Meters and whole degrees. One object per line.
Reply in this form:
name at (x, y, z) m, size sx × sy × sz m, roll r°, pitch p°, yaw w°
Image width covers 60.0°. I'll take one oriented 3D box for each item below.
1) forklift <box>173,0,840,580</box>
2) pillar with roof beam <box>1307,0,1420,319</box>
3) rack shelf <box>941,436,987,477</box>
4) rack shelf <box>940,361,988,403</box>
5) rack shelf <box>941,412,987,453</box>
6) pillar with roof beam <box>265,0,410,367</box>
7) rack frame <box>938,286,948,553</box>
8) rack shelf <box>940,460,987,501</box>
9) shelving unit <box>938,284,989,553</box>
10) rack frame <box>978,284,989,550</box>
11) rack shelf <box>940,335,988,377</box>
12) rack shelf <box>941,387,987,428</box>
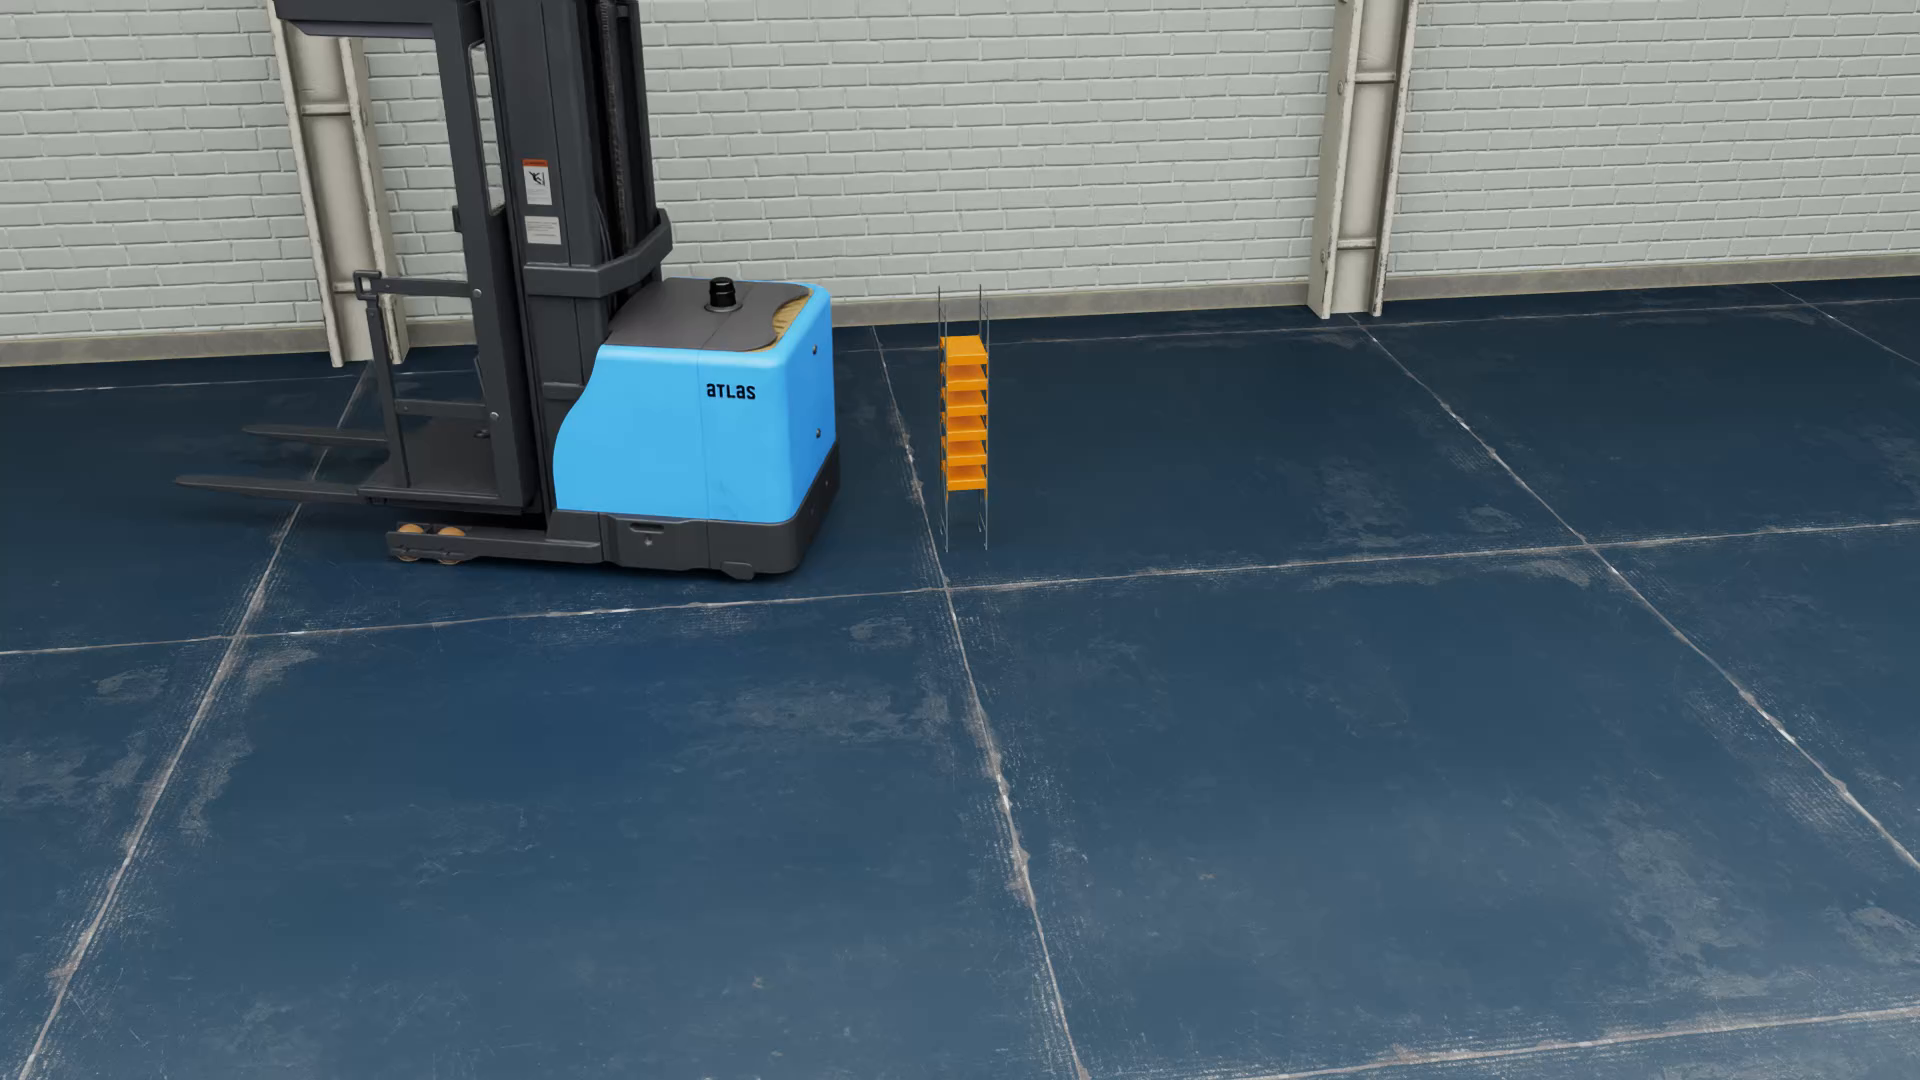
forklift at (-2.148, -1.425, 7.318) m, size 3.031 × 2.935 × 1.130 m, roll 4°, pitch 27°, yaw 8°
pillar with roof beam at (3.048, -3.532, 4.776) m, size 0.400 × 9.000 × 9.100 m, roll -4°, pitch 27°, yaw -7°
rack shelf at (0.014, -0.388, 7.553) m, size 0.180 × 0.103 × 0.258 m, roll -4°, pitch 27°, yaw -7°
rack shelf at (0.014, -0.709, 7.389) m, size 0.180 × 0.103 × 0.258 m, roll -4°, pitch 27°, yaw -7°
rack shelf at (0.014, -0.495, 7.498) m, size 0.180 × 0.103 × 0.258 m, roll -4°, pitch 27°, yaw -7°
pillar with roof beam at (-2.894, -3.150, 4.032) m, size 0.400 × 9.000 × 9.100 m, roll -4°, pitch 27°, yaw -7°
rack frame at (-0.076, -0.529, 7.467) m, size 0.006 × 1.200 × 0.240 m, roll -4°, pitch 27°, yaw -7°
rack shelf at (0.014, -0.282, 7.608) m, size 0.180 × 0.103 × 0.258 m, roll -4°, pitch 27°, yaw -7°
shelving unit at (0.014, -0.535, 7.478) m, size 0.189 × 1.200 × 0.258 m, roll -4°, pitch 27°, yaw -7°
rack frame at (0.105, -0.541, 7.489) m, size 0.006 × 1.200 × 0.240 m, roll -4°, pitch 27°, yaw -7°
rack shelf at (0.014, -0.816, 7.334) m, size 0.180 × 0.103 × 0.258 m, roll -4°, pitch 27°, yaw -7°
rack shelf at (0.014, -0.602, 7.443) m, size 0.180 × 0.103 × 0.258 m, roll -4°, pitch 27°, yaw -7°
